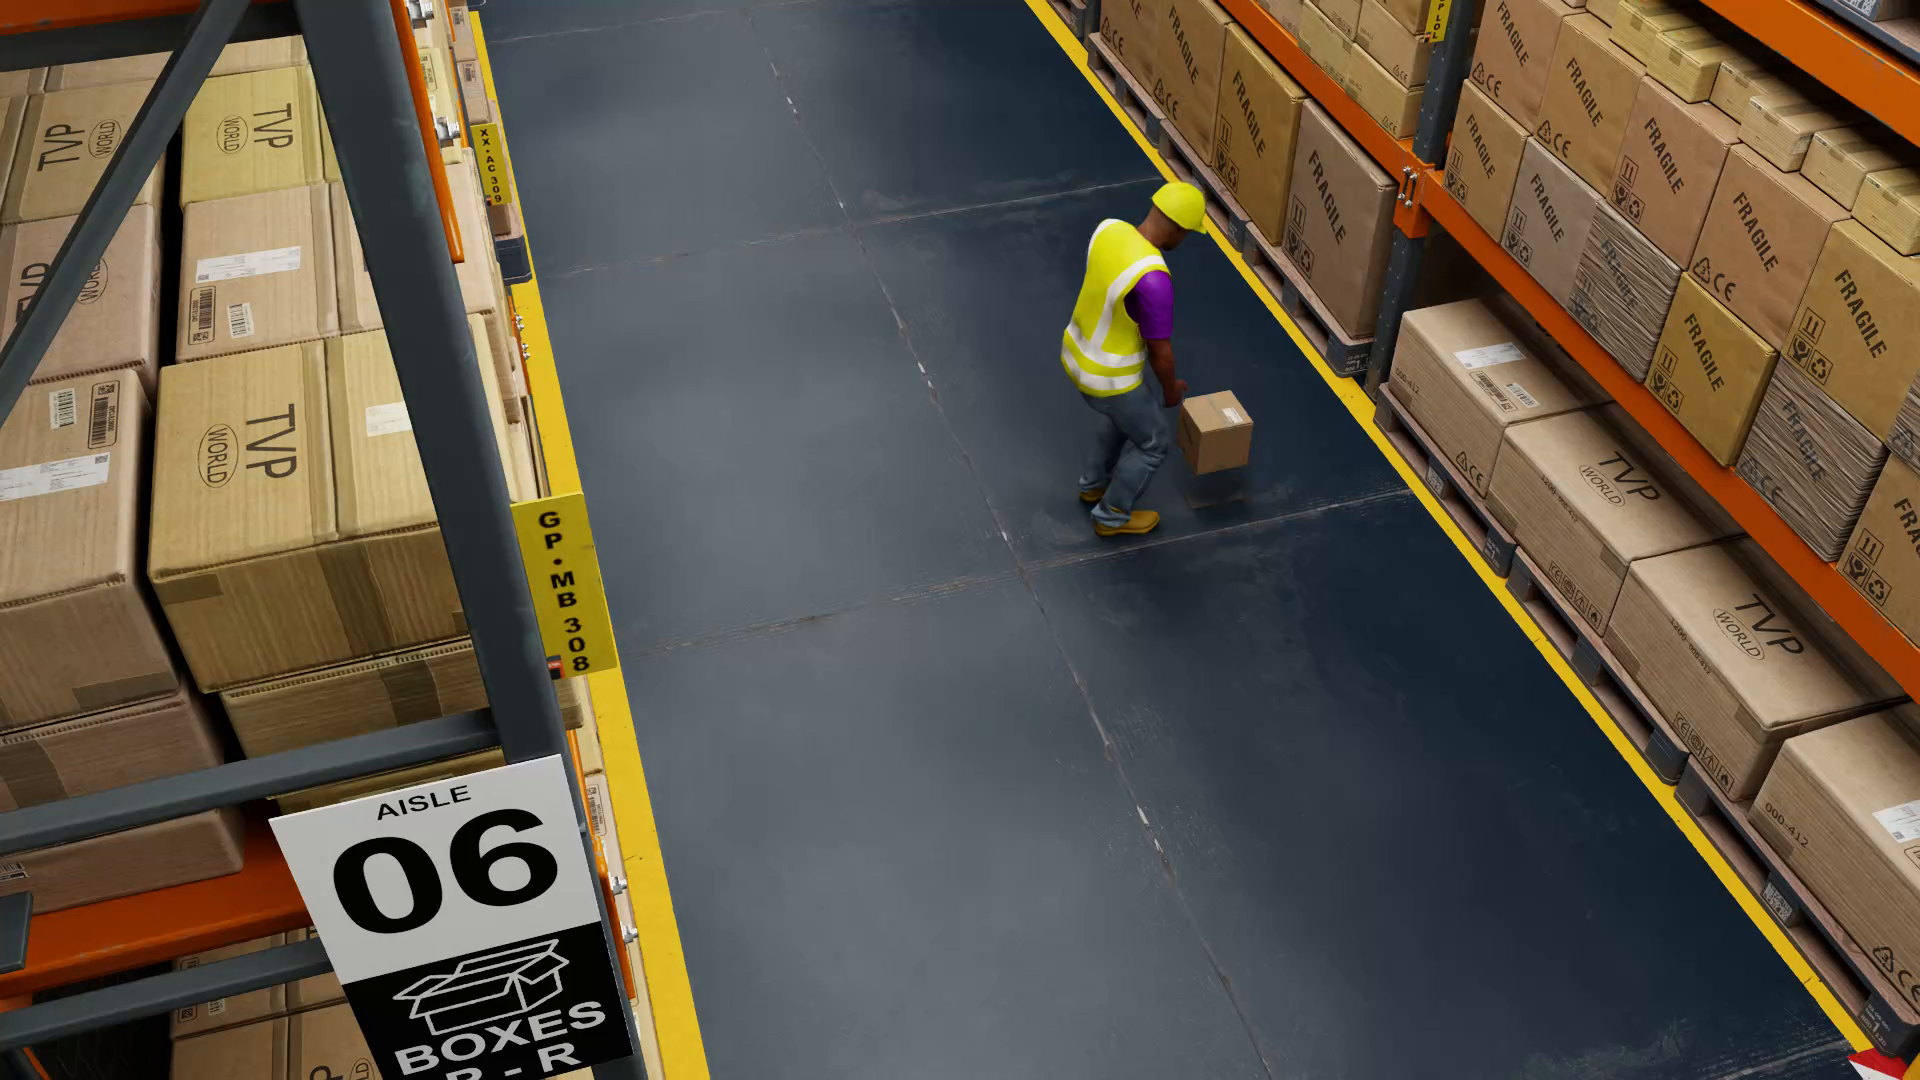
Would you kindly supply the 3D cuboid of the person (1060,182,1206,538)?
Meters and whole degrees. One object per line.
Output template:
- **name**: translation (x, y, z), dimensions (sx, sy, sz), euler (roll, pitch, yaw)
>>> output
- **person**: translation (0.722, -0.774, 7.104), dimensions (0.576, 1.633, 0.613), euler (-11, 43, -12)
